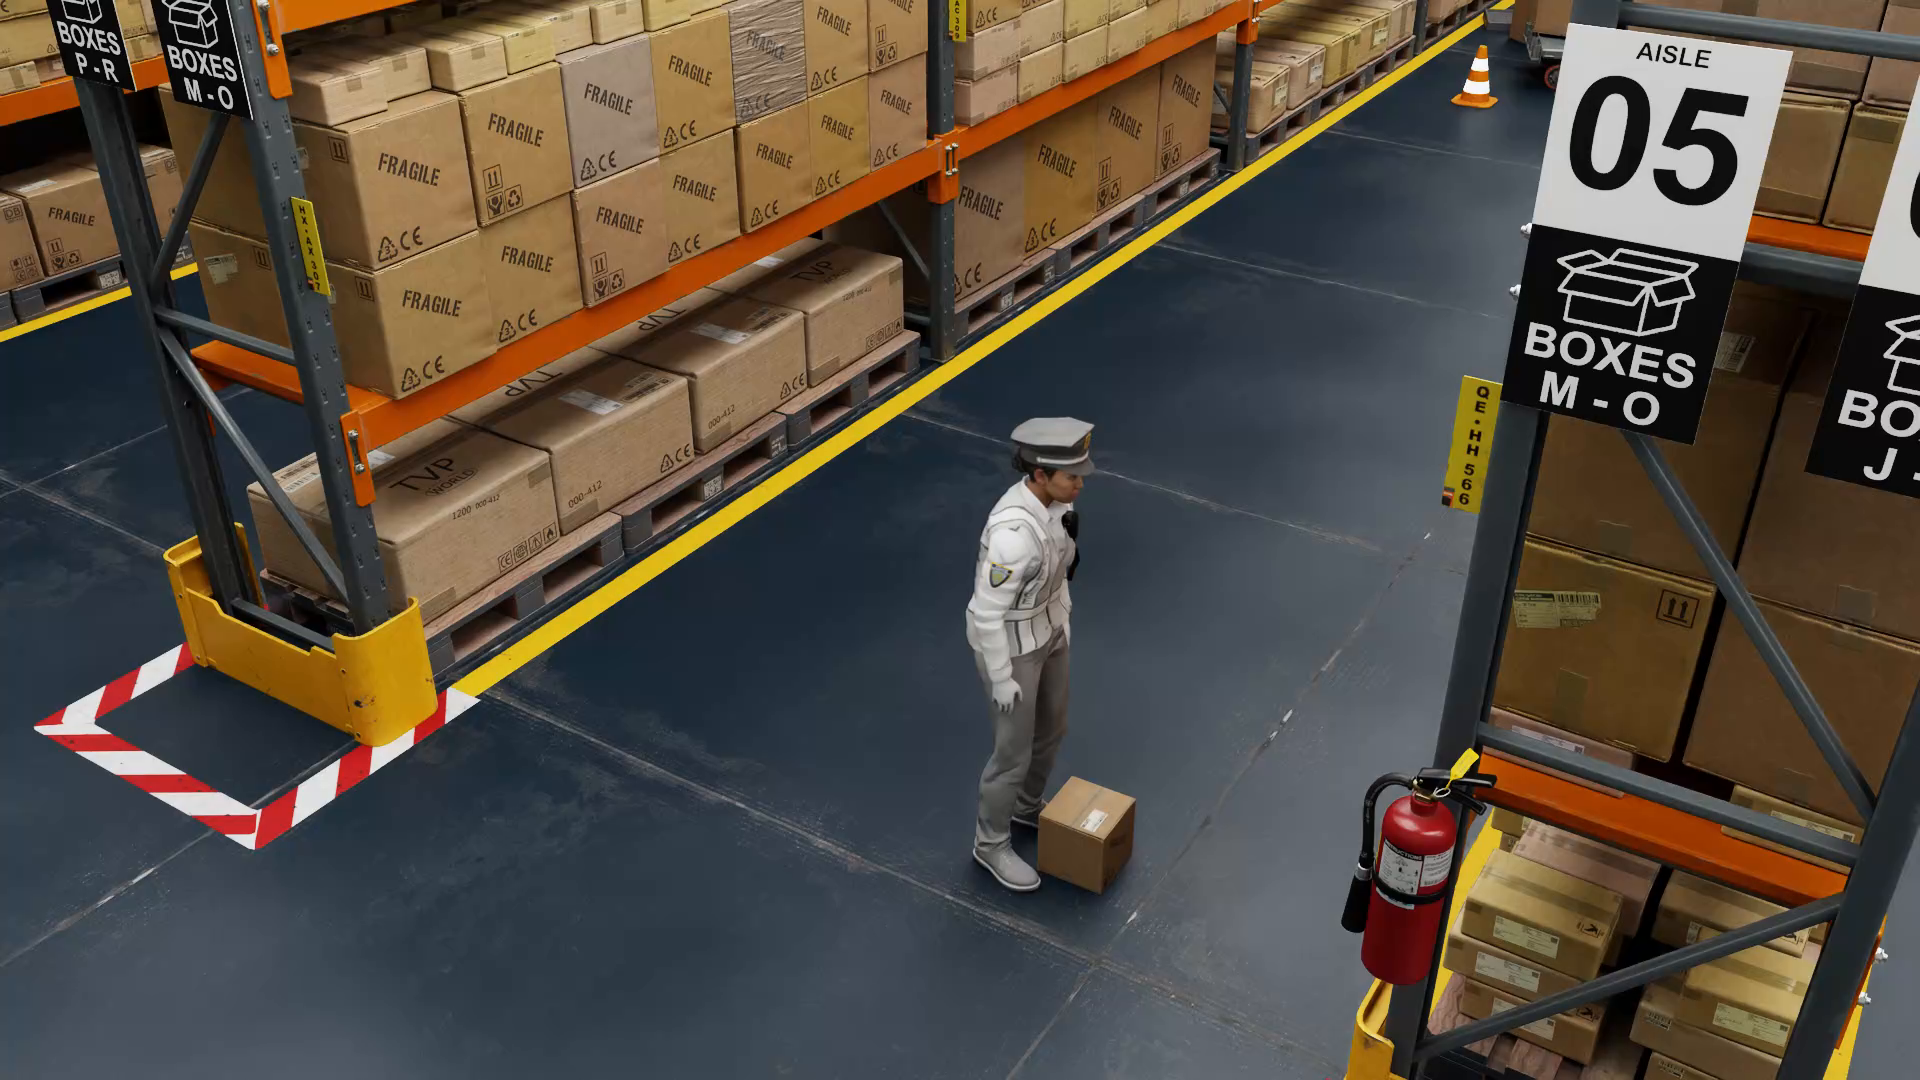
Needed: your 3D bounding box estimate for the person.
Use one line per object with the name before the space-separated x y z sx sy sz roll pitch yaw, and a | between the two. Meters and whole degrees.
person | 0.230 0.354 5.532 0.375 1.661 0.532 16 34 25
